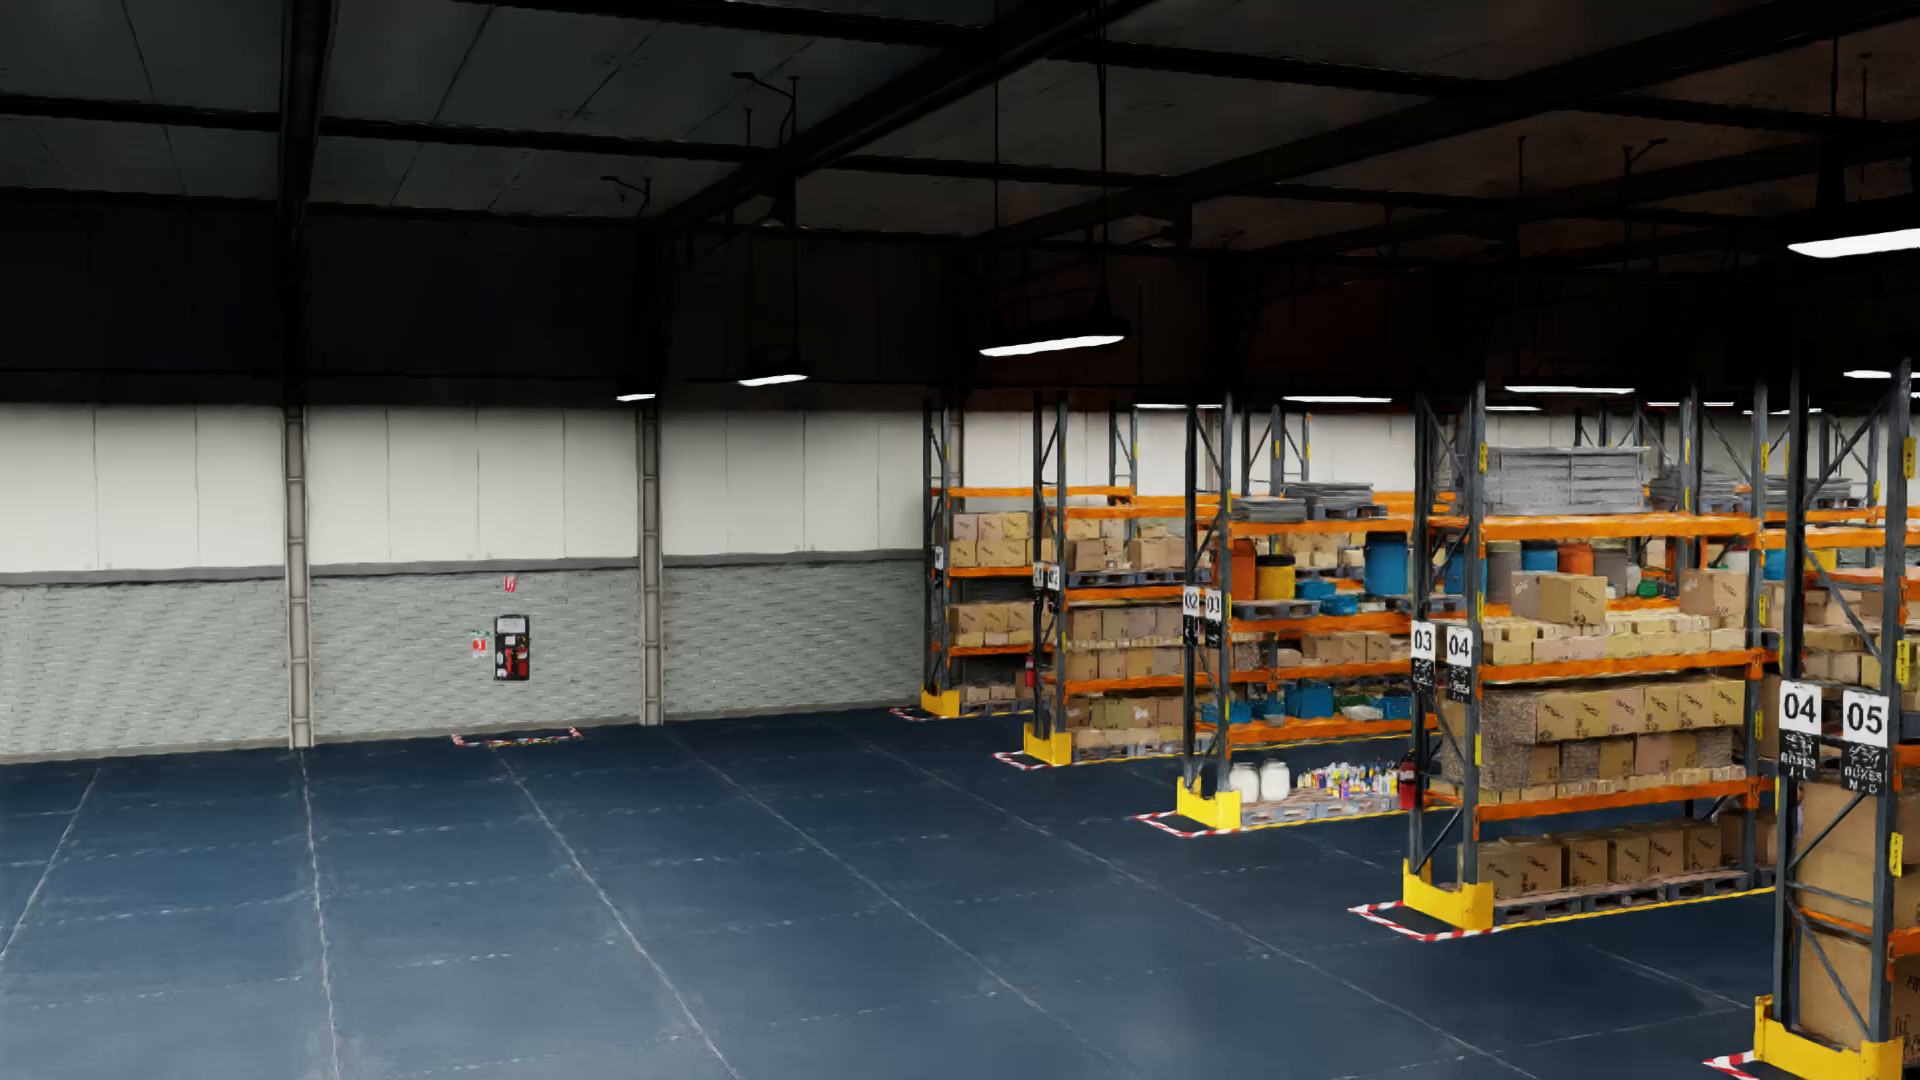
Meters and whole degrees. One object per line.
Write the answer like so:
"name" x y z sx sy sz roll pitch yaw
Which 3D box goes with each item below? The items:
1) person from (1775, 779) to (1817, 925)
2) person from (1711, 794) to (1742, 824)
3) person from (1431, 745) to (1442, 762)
"person" 9.006 3.329 17.740 0.503 1.596 0.625 -2 4 -24
"person" 9.859 3.094 21.493 1.090 1.583 0.497 -1 4 -20
"person" 8.046 2.731 26.626 1.032 1.715 0.538 -1 3 -14
